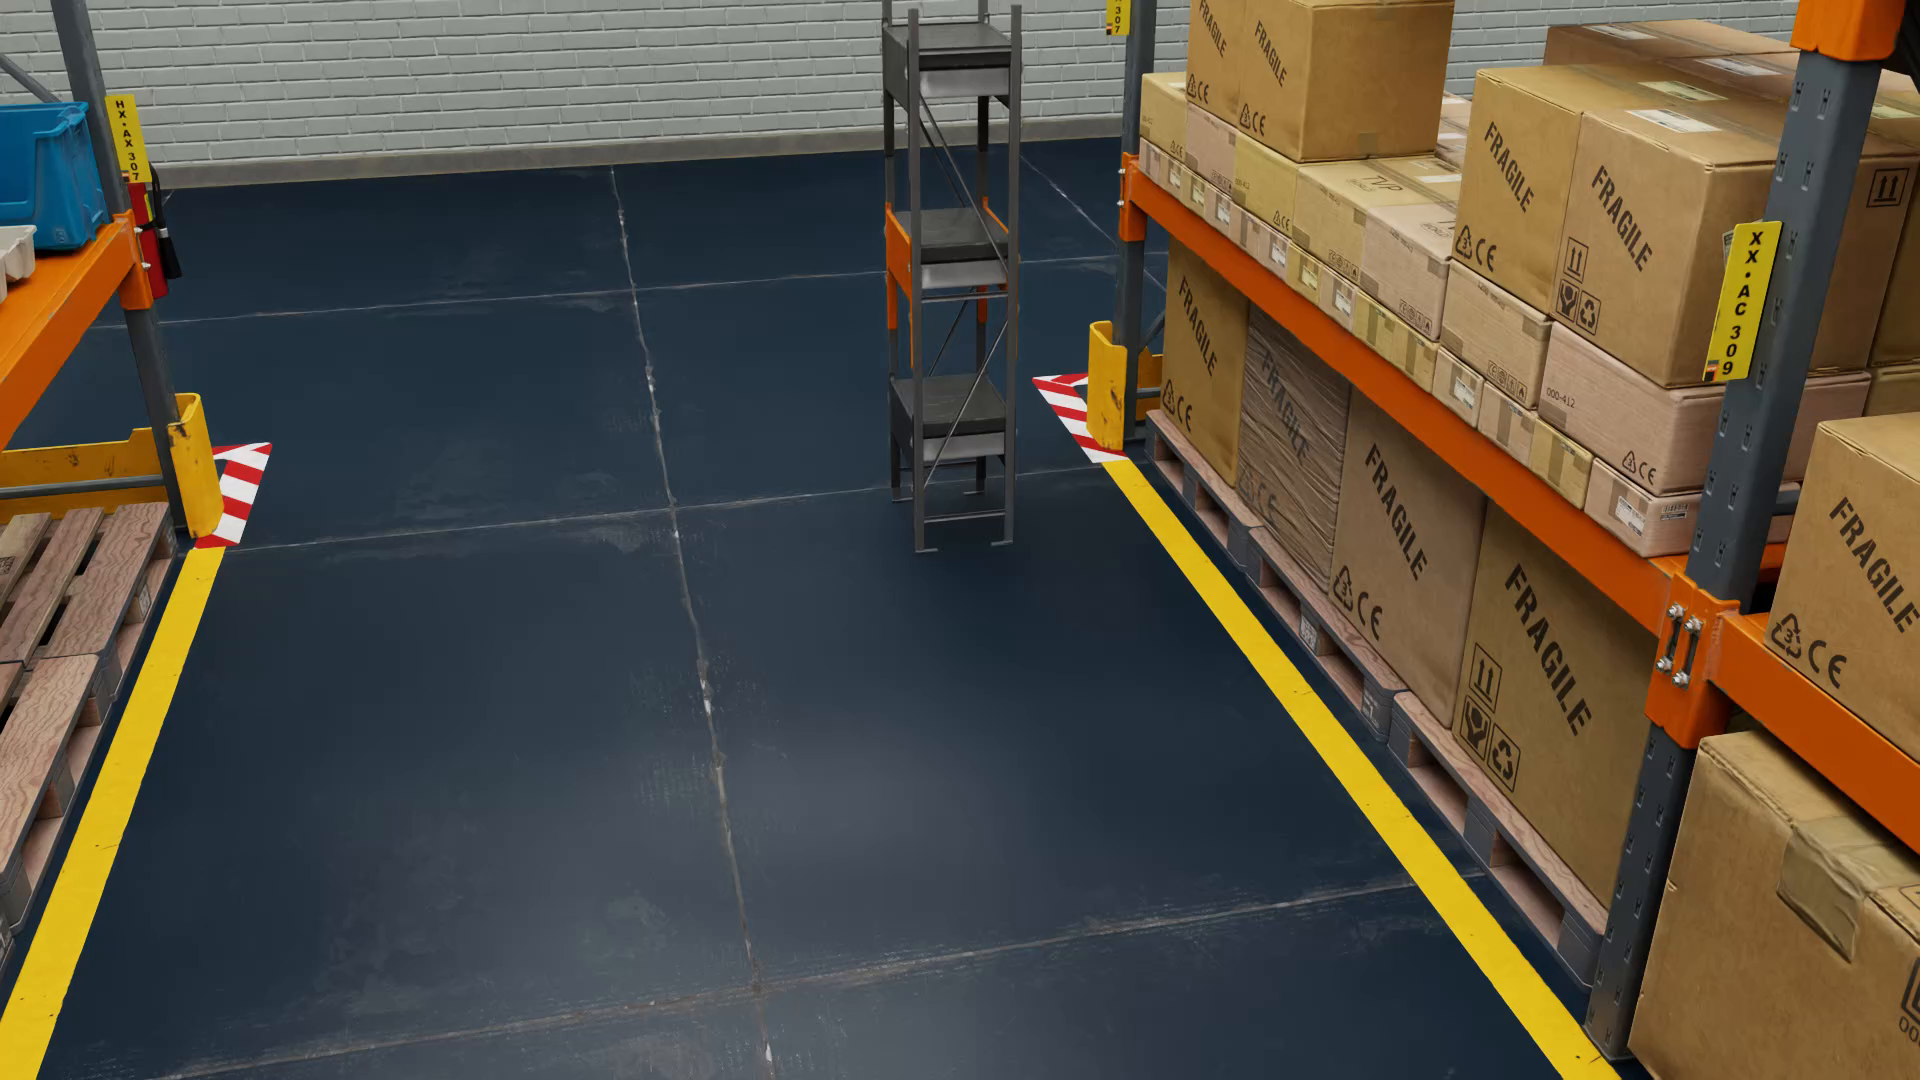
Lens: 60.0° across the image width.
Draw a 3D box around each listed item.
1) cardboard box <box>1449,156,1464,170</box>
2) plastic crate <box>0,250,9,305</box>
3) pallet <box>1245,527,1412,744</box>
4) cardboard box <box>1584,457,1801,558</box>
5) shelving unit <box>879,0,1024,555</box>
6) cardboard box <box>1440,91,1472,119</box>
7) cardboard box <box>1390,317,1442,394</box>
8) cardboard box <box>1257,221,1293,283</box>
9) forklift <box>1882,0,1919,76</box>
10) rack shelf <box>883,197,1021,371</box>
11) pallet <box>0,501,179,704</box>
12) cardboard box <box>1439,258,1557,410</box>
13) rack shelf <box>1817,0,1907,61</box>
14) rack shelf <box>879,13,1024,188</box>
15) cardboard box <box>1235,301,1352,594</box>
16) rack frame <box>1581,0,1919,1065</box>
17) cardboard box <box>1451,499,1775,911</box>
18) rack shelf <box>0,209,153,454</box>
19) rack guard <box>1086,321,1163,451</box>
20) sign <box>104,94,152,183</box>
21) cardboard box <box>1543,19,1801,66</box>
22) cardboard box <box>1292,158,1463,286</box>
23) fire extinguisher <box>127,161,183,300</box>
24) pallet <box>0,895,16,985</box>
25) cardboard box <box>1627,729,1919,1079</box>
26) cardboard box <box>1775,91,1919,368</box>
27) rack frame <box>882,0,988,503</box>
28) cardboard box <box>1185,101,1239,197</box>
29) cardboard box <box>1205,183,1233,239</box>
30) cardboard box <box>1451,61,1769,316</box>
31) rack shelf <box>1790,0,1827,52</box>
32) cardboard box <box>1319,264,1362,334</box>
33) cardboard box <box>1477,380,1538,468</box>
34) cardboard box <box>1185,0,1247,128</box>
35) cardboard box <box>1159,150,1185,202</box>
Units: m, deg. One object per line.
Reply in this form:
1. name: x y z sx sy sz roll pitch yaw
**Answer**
1. cardboard box: 1.910 -1.068 5.373 0.500 0.250 0.500 -6 27 -12
2. plastic crate: -3.222 -0.800 5.232 0.396 0.136 0.243 -6 27 -12
3. pallet: 1.720 0.260 6.000 1.003 0.211 1.213 -6 27 -12
4. cardboard box: 1.706 -0.095 3.887 0.380 0.149 0.250 -6 27 -11
5. shelving unit: -0.037 -1.010 6.421 0.431 2.100 0.503 -6 27 -12
6. cardboard box: 1.674 -1.520 6.268 0.500 0.250 0.500 -6 27 -12
7. cardboard box: 1.473 -0.546 4.783 0.380 0.149 0.250 -5 27 -11
8. cardboard box: 1.243 -0.997 5.674 0.380 0.149 0.250 -6 27 -12
9. forklift: 3.686 -0.932 5.343 1.130 2.935 3.031 -10 28 -18
10. rack shelf: -0.037 -0.998 6.427 0.431 0.518 0.480 -6 27 -12
11. pallet: -3.485 0.252 6.017 1.003 0.211 1.213 -6 27 -12
12. cardboard box: 1.619 -0.566 4.379 0.500 0.250 0.500 -5 27 -10
13. rack shelf: 2.544 -0.246 1.378 1.077 0.370 4.000 -6 27 -12
14. rack shelf: -0.037 -1.623 6.112 0.431 0.518 0.480 -6 27 -12
15. cardboard box: 1.619 -0.429 6.163 0.875 0.875 0.875 -6 27 -12
16. rack frame: 2.094 -0.106 3.632 1.000 3.000 0.127 -6 27 -12
17. cardboard box: 2.023 0.357 4.606 0.875 0.875 0.875 -6 27 -12
18. rack shelf: -3.183 -0.160 4.537 1.077 0.370 4.000 -6 27 -12
19. rack guard: 1.187 -0.757 7.695 1.175 0.500 0.348 -6 27 -12
20. sign: -3.101 -1.495 6.202 0.100 0.325 0.005 -6 27 -12
21. cardboard box: 2.010 -1.188 4.779 0.500 0.500 0.500 -7 28 -13
22. cardboard box: 1.393 -1.013 5.264 0.500 0.250 0.500 -6 27 -13
23. fire extinguisher: -3.225 -1.271 6.438 0.296 0.674 0.183 -6 27 -12
24. pallet: -2.935 1.323 3.895 1.003 0.211 1.213 -6 27 -12
25. cardboard box: 2.257 0.934 3.463 1.225 0.875 0.875 -6 27 -11
26. cardboard box: 2.235 -0.743 3.897 0.500 0.500 0.500 -6 27 -12
27. rack frame: -0.092 -1.117 6.633 0.400 2.100 0.015 -6 27 -12
28. cardboard box: 1.161 -1.462 6.155 0.500 0.250 0.500 -6 27 -12
29. cardboard box: 1.128 -1.222 6.120 0.380 0.149 0.250 -6 27 -12
30. cardboard box: 1.621 -0.902 4.212 0.500 0.500 0.500 -6 27 -11
31. rack shelf: 1.643 -2.002 4.857 1.077 0.370 4.000 -6 27 -12
32. cardboard box: 1.359 -0.771 5.227 0.380 0.149 0.250 -6 27 -11
33. cardboard box: 1.590 -0.320 4.335 0.380 0.149 0.250 -6 27 -12
34. cardboard box: 1.150 -1.805 6.002 0.500 0.500 0.500 -7 28 -13
35. cardboard box: 1.010 -1.448 6.569 0.380 0.149 0.250 -6 27 -12
